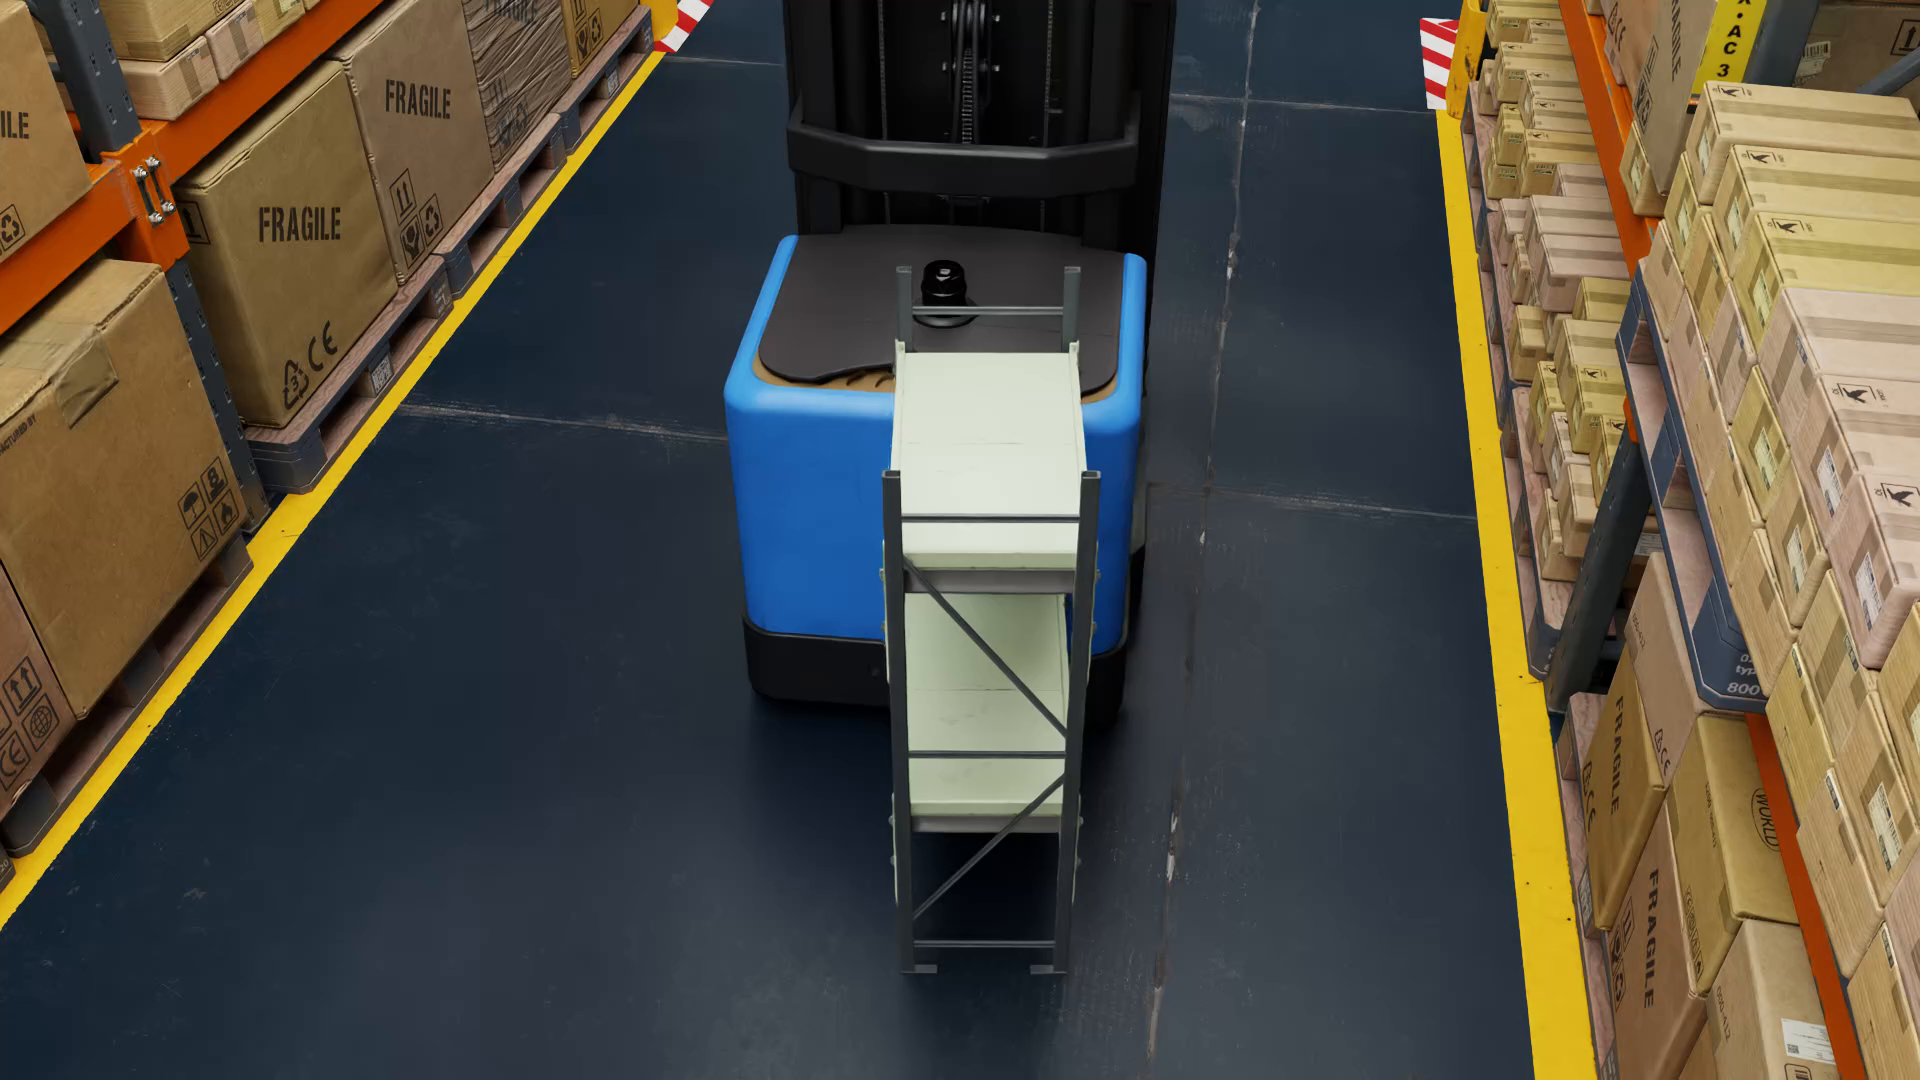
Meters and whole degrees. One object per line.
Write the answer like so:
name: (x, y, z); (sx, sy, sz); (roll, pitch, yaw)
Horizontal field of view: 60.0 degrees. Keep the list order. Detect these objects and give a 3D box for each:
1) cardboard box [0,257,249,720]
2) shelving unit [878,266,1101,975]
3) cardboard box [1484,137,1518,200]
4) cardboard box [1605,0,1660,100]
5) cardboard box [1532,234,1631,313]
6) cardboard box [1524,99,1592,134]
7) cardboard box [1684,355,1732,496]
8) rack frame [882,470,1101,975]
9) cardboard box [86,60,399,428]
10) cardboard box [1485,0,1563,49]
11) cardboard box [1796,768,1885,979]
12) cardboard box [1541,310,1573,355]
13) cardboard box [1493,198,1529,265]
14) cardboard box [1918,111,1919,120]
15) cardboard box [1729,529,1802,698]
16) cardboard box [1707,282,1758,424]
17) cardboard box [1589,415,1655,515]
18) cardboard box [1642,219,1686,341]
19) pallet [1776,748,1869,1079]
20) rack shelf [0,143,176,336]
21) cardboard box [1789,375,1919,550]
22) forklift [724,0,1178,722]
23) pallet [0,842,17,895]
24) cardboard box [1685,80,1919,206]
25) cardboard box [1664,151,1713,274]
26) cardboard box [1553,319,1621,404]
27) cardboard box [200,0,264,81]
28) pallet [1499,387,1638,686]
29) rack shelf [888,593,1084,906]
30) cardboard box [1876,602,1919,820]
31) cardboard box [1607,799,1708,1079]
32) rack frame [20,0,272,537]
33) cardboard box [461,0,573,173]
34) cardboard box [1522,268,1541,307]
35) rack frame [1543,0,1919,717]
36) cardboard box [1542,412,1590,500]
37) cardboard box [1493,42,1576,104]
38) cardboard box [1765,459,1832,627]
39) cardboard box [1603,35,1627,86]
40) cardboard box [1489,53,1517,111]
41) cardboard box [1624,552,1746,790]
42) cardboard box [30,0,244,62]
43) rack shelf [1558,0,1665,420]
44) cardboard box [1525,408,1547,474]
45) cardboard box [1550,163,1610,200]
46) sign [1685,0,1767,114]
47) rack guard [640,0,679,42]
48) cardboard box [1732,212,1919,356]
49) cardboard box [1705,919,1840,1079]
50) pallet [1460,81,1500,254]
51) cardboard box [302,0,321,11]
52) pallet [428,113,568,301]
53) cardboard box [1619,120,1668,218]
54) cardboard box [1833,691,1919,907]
cardboard box: (-2.810, -0.201, 4.477); (1.225, 0.875, 0.875); (7, 40, 8)
shelving unit: (0.059, 0.224, 3.802); (0.431, 1.500, 0.755); (0, 40, 0)
cardboard box: (2.281, -1.453, 6.561); (0.380, 0.149, 0.250); (7, 40, 8)
cardboard box: (2.045, -1.465, 4.356); (0.500, 0.500, 0.500); (5, 40, 6)
cardboard box: (2.072, -0.852, 5.367); (0.380, 0.149, 0.250); (5, 40, 6)
cardboard box: (2.298, -1.495, 6.145); (0.380, 0.149, 0.250); (8, 40, 9)
cardboard box: (1.538, -0.189, 2.992); (0.380, 0.149, 0.250); (7, 40, 8)
rack frame: (0.057, 0.457, 3.520); (0.400, 1.500, 0.023); (0, 40, 0)
cardboard box: (-2.526, -1.010, 5.455); (0.875, 0.875, 0.875); (6, 40, 8)
cardboard box: (2.415, -2.163, 6.953); (0.380, 0.149, 0.250); (5, 40, 6)
cardboard box: (1.360, 0.458, 2.209); (0.380, 0.149, 0.250); (5, 40, 6)
cardboard box: (2.118, -0.712, 5.431); (0.380, 0.149, 0.250); (7, 40, 9)
cardboard box: (2.202, -1.136, 6.177); (0.380, 0.149, 0.250); (5, 40, 6)
cardboard box: (2.482, -1.087, 3.899); (0.500, 0.500, 0.500); (6, 40, 7)
cardboard box: (1.450, 0.129, 2.608); (0.380, 0.149, 0.250); (5, 40, 6)
cardboard box: (1.540, -0.310, 2.904); (0.380, 0.149, 0.250); (7, 40, 9)
cardboard box: (1.953, -0.196, 4.573); (0.380, 0.149, 0.250); (7, 40, 9)
cardboard box: (1.627, -0.520, 3.392); (0.380, 0.149, 0.250); (5, 40, 6)
pallet: (1.758, 0.686, 2.217); (1.003, 0.211, 1.213); (6, 40, 8)
rack shelf: (-3.065, 0.271, 3.133); (1.077, 0.370, 4.000); (6, 40, 8)
cardboard box: (1.449, -0.096, 2.412); (0.380, 0.149, 0.250); (6, 40, 7)
forklift: (0.080, -1.565, 4.843); (1.130, 2.935, 3.031); (4, 40, 5)
pallet: (-2.987, 1.074, 3.786); (1.003, 0.211, 1.213); (6, 40, 8)
cardboard box: (1.627, -0.749, 3.203); (0.380, 0.149, 0.250); (8, 40, 10)
cardboard box: (1.627, -0.634, 3.297); (0.380, 0.149, 0.250); (7, 40, 8)
cardboard box: (1.995, -0.517, 4.963); (0.380, 0.149, 0.250); (6, 40, 7)
cardboard box: (-2.295, -1.479, 4.881); (0.380, 0.149, 0.250); (5, 40, 6)
pallet: (2.230, -0.002, 5.087); (1.003, 0.211, 1.213); (6, 40, 8)
rack shelf: (0.059, 0.475, 4.010); (0.431, 0.370, 0.720); (0, 40, 0)
cardboard box: (1.361, 0.232, 2.016); (0.380, 0.149, 0.250); (8, 40, 9)
cardboard box: (1.669, 0.917, 3.419); (0.500, 0.500, 0.500); (8, 40, 10)
rack frame: (-2.719, -1.262, 4.422); (1.000, 3.000, 0.127); (6, 40, 8)
cardboard box: (-2.217, -2.133, 6.814); (0.875, 0.875, 0.875); (6, 40, 8)
cardboard box: (2.171, -0.804, 5.776); (0.380, 0.149, 0.250); (7, 40, 9)
rack frame: (2.148, -0.651, 3.684); (1.000, 3.000, 0.127); (6, 40, 8)
cardboard box: (1.924, -0.233, 4.852); (0.380, 0.149, 0.250); (5, 40, 6)
cardboard box: (2.316, -1.832, 6.553); (0.380, 0.149, 0.250); (6, 40, 8)
cardboard box: (1.451, 0.023, 2.502); (0.380, 0.149, 0.250); (8, 40, 9)
cardboard box: (2.096, -1.427, 4.819); (0.380, 0.149, 0.250); (5, 40, 6)
cardboard box: (2.394, -1.873, 6.836); (0.380, 0.149, 0.250); (6, 40, 7)
cardboard box: (1.760, 0.296, 3.582); (0.500, 0.250, 0.500); (5, 40, 6)
cardboard box: (-2.380, -1.584, 4.697); (0.500, 0.250, 0.500); (6, 40, 7)
rack shelf: (2.494, -1.629, 5.431); (1.077, 0.370, 4.000); (6, 40, 8)
cardboard box: (1.990, -0.325, 5.197); (0.380, 0.149, 0.250); (5, 40, 6)
cardboard box: (2.258, -1.166, 5.747); (0.380, 0.149, 0.250); (6, 40, 8)
sign: (1.613, -1.040, 3.474); (0.100, 0.325, 0.005); (6, 40, 8)
rack guard: (-2.023, -2.824, 8.273); (1.175, 0.500, 0.348); (6, 40, 8)
cardboard box: (1.538, -0.413, 2.796); (0.380, 0.149, 0.250); (7, 40, 8)
cardboard box: (1.578, 0.950, 2.791); (0.500, 0.250, 0.500); (8, 40, 9)
pallet: (2.652, -1.533, 6.939); (1.003, 0.211, 1.213); (6, 40, 8)
cardboard box: (-2.206, -1.809, 5.281); (0.380, 0.149, 0.250); (5, 40, 6)
pallet: (-2.302, -1.423, 6.806); (1.003, 0.211, 1.213); (6, 40, 8)
cardboard box: (1.904, -0.933, 4.222); (0.380, 0.149, 0.250); (5, 40, 6)
cardboard box: (1.359, 0.347, 2.110); (0.380, 0.149, 0.250); (6, 40, 7)
